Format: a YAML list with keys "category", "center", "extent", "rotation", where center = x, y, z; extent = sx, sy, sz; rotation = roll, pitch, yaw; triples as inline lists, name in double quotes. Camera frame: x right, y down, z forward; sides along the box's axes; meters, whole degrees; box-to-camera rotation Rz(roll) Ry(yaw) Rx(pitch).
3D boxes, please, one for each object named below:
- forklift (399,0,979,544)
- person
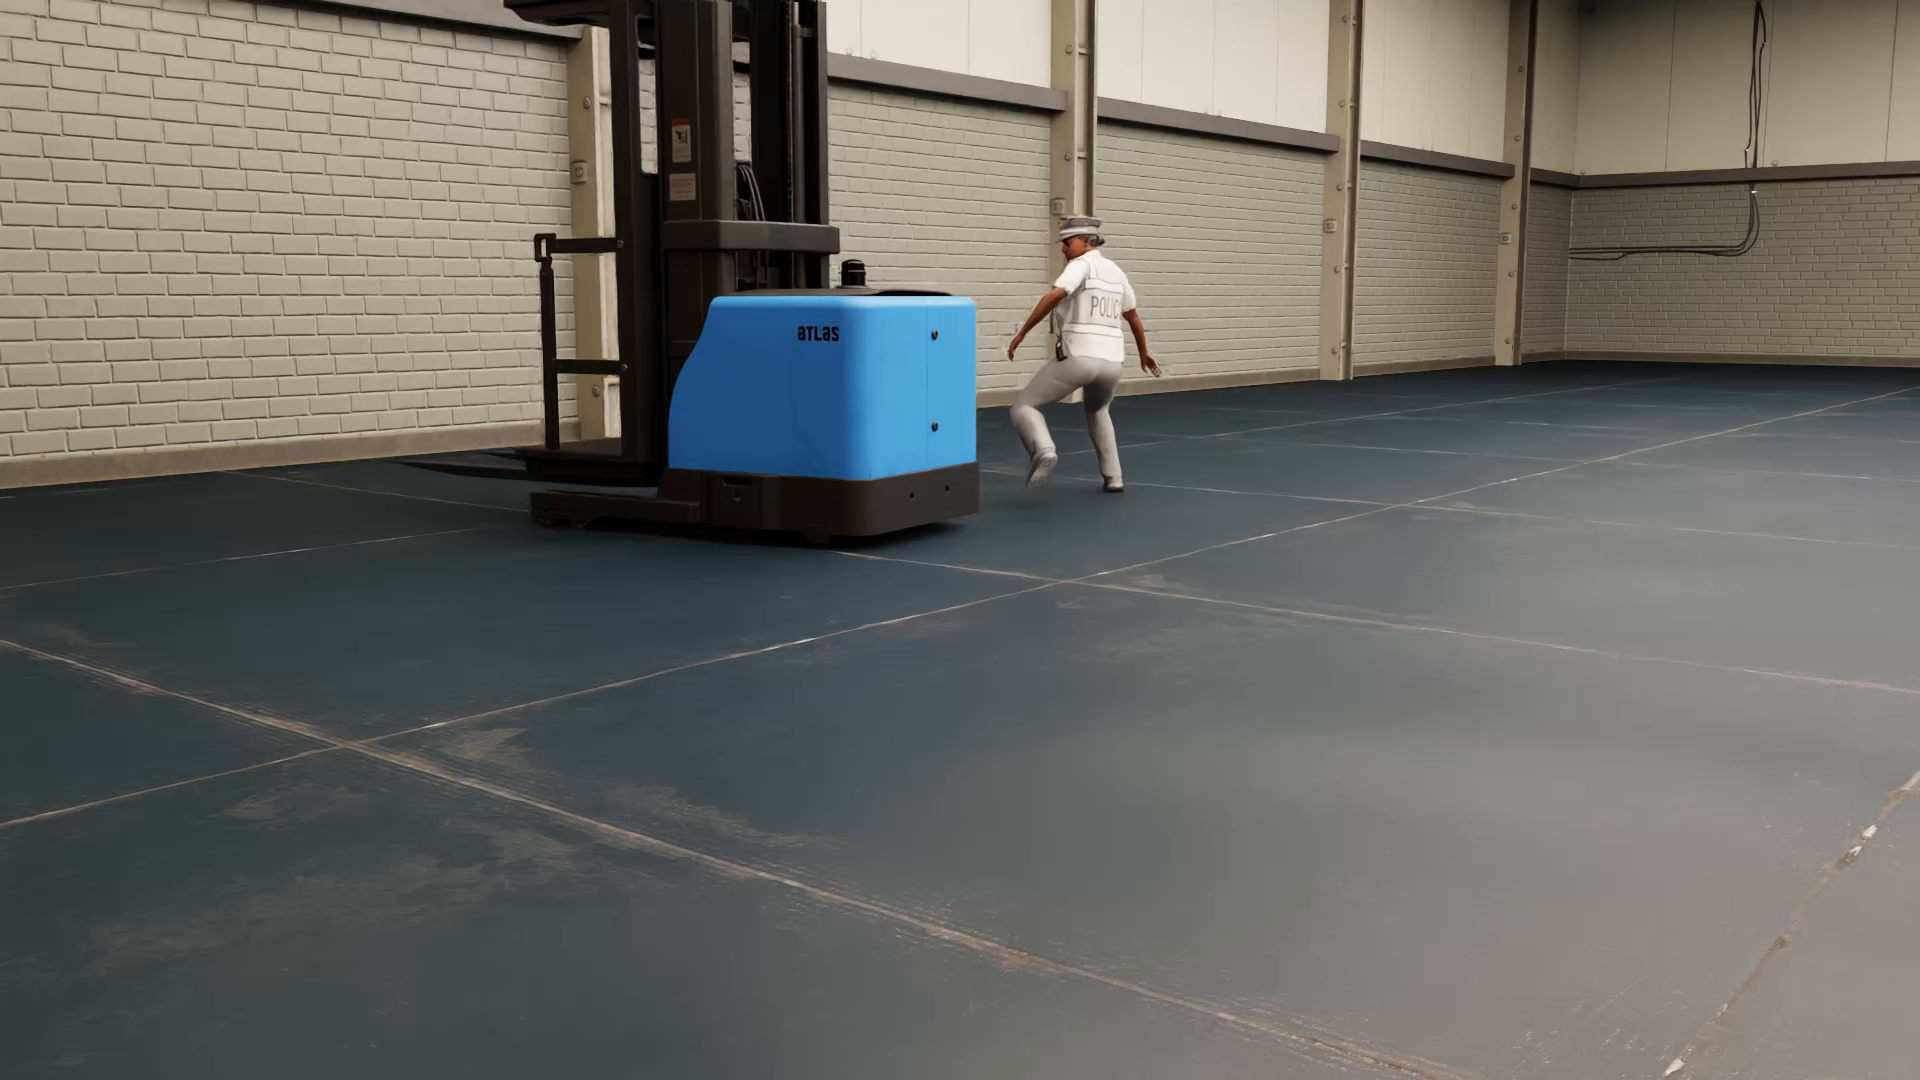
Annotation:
- category: "forklift"
  center: [-1.441, -1.564, 7.971]
  extent: [3.031, 2.935, 1.130]
  rotation: [5, 10, 30]
- category: "person"
  center: [0.689, -0.974, 9.031]
  extent: [1.047, 1.551, 0.472]
  rotation: [-7, 11, -38]
